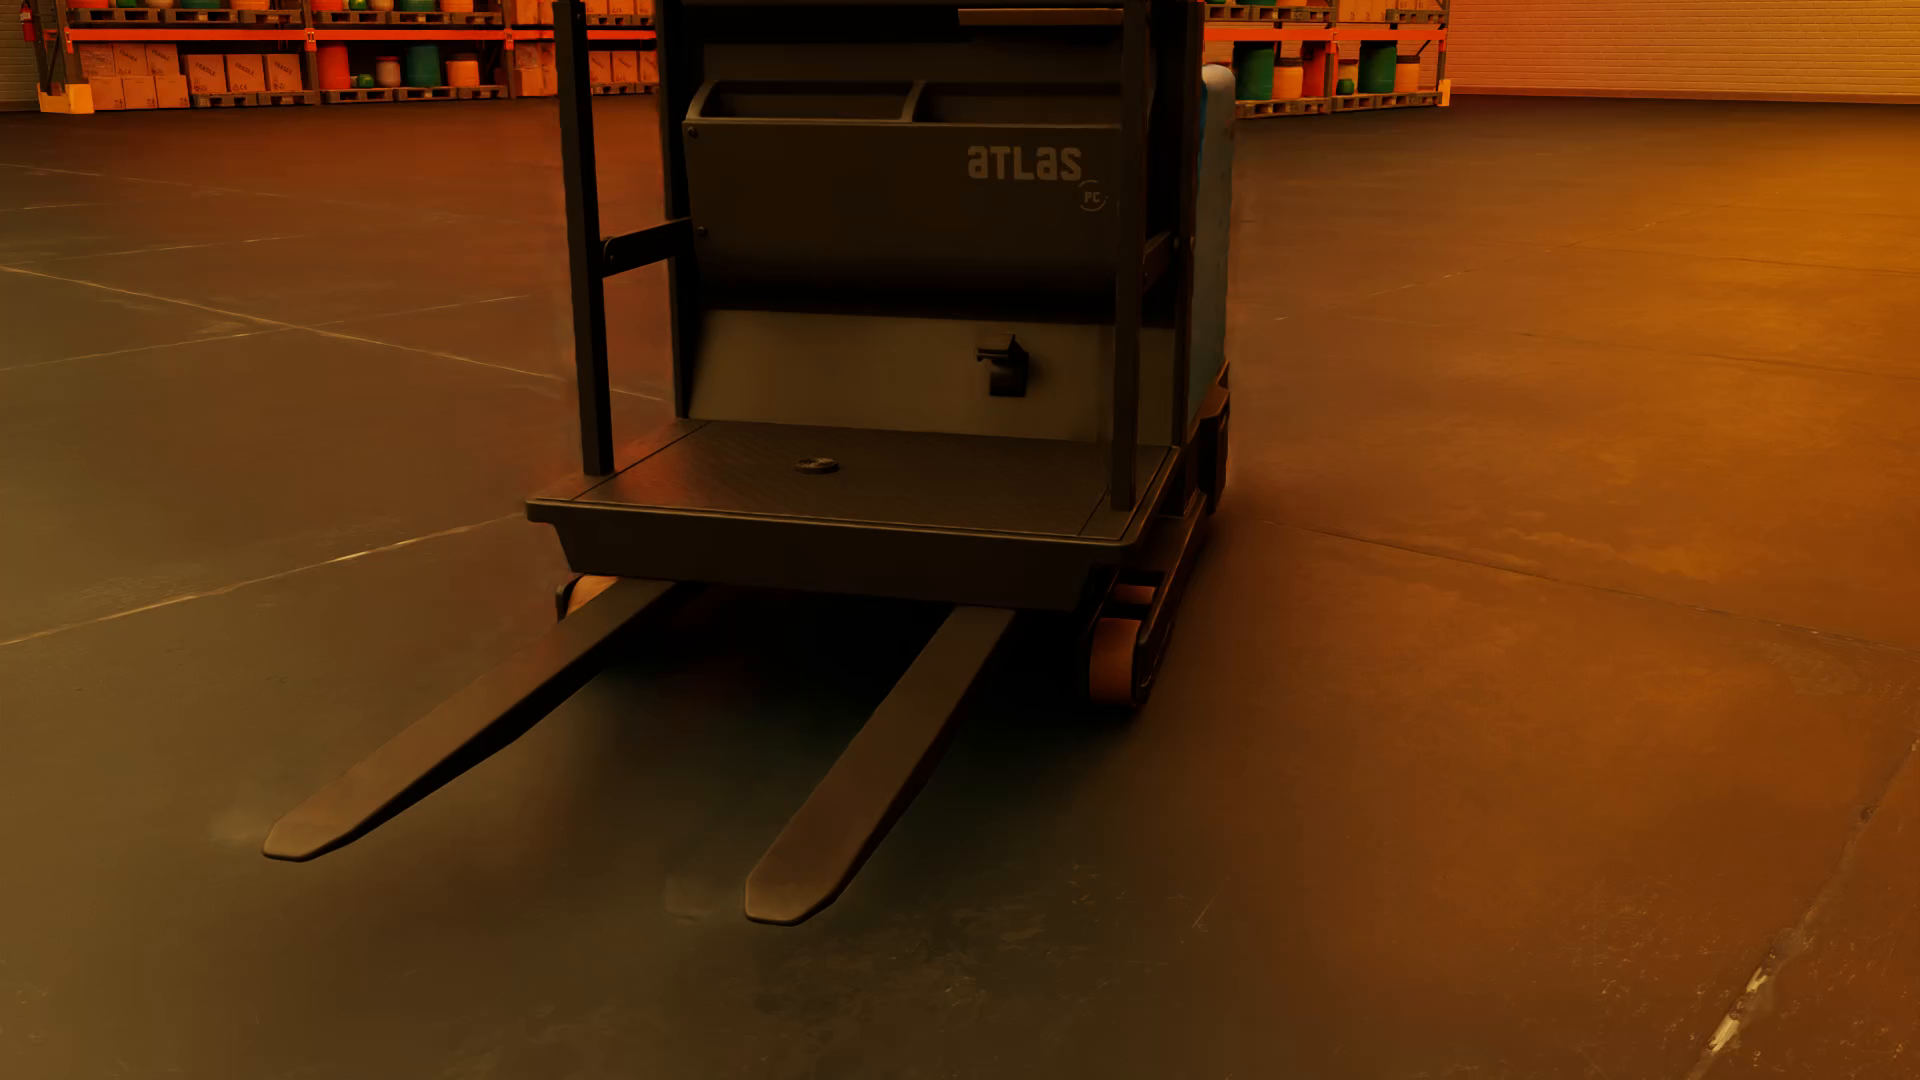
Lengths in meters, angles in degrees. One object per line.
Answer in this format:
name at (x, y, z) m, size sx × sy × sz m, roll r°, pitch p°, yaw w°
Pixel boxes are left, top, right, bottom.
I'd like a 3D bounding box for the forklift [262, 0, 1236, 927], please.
forklift at (-0.134, -1.224, 2.927) m, size 1.130 × 2.935 × 3.031 m, roll 4°, pitch 17°, yaw 13°
